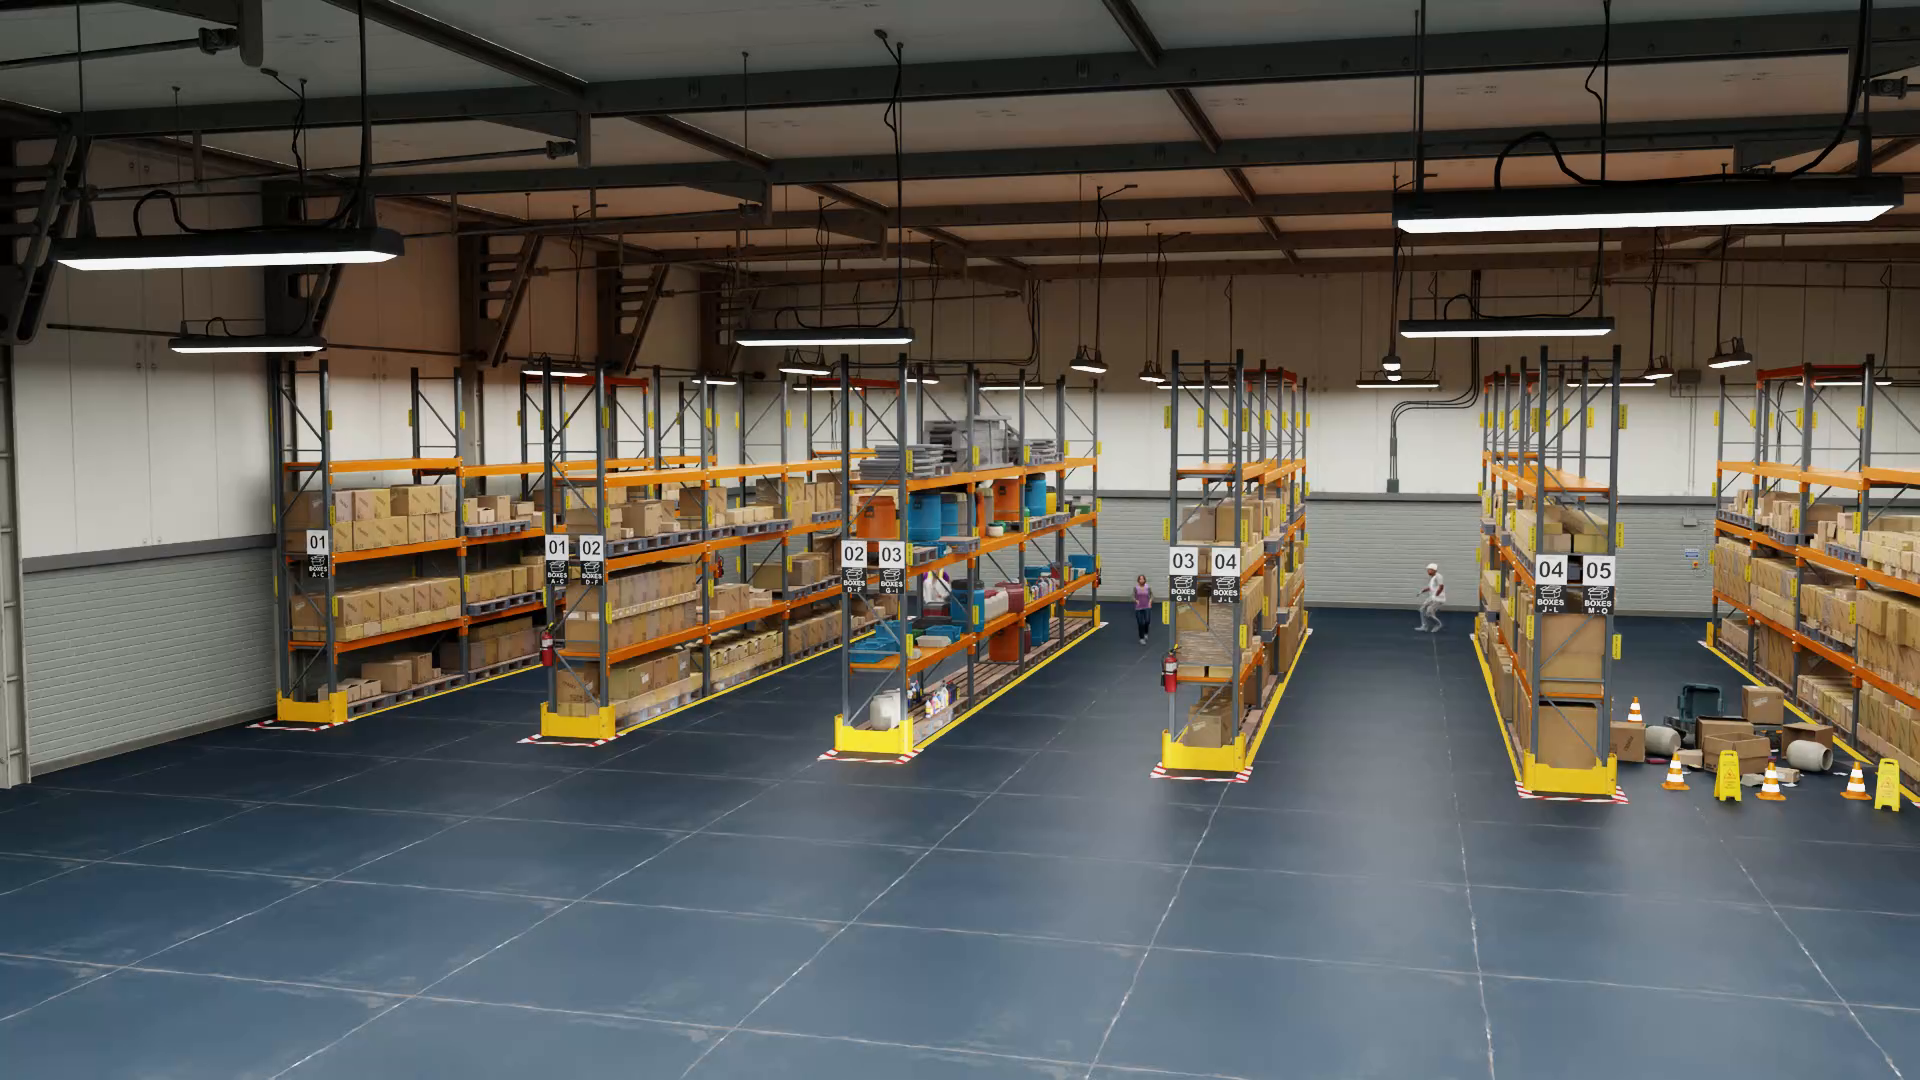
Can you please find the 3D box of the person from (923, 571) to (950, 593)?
[{"bbox_3d":[-0.581,1.332,38.954,0.699,1.767,0.915,0,4,1],"label":"person"}]

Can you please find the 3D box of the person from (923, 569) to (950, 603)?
[{"bbox_3d":[-0.556,1.482,36.676,0.718,1.753,0.981,1,4,8],"label":"person"}]

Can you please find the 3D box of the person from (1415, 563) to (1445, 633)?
[{"bbox_3d":[11.102,1.364,39.156,0.521,1.653,0.894,-1,4,-7],"label":"person"}]

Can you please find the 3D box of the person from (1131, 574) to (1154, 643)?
[{"bbox_3d":[4.078,1.545,37.111,0.508,1.557,0.565,0,4,2],"label":"person"}]
